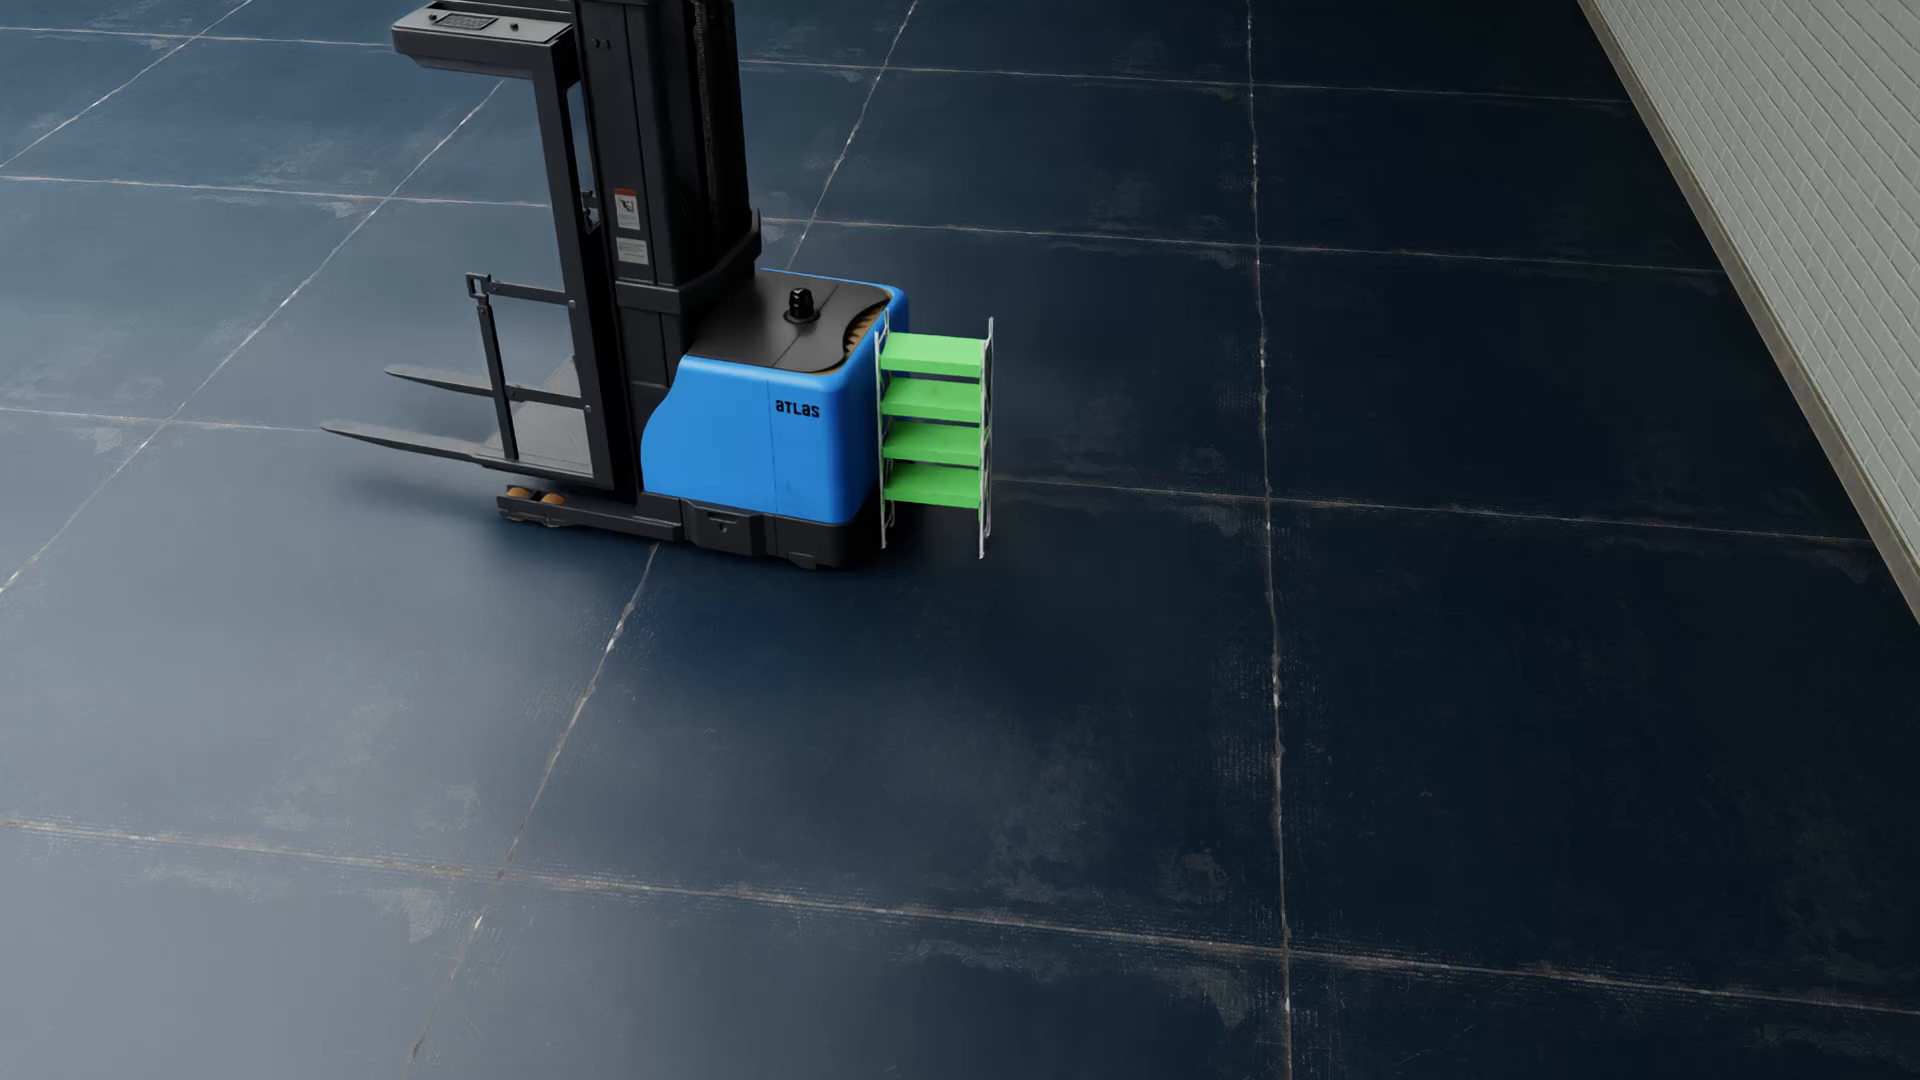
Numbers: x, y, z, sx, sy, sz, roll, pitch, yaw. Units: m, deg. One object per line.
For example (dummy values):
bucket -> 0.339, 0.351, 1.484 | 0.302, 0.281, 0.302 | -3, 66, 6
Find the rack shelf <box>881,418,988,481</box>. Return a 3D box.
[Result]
rack shelf -> -0.116, -0.435, 7.937 | 0.480, 0.148, 0.258 | 6, 36, 8

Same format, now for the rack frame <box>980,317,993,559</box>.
rack frame -> 0.124, -0.463, 7.866 | 0.015, 1.200, 0.240 | 6, 36, 8

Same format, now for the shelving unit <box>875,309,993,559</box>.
shelving unit -> -0.116, -0.487, 7.900 | 0.503, 1.200, 0.258 | 6, 36, 8

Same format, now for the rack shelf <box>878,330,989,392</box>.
rack shelf -> -0.116, -0.826, 7.658 | 0.480, 0.148, 0.258 | 6, 36, 8

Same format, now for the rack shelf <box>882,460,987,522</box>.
rack shelf -> -0.116, -0.240, 8.076 | 0.480, 0.148, 0.258 | 6, 36, 8

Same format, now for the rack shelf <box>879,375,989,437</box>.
rack shelf -> -0.116, -0.630, 7.797 | 0.480, 0.148, 0.258 | 6, 36, 8

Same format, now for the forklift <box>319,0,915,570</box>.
forklift -> -1.811, -1.537, 7.880 | 3.031, 2.935, 1.130 | 10, 37, 14

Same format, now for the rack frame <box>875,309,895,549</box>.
rack frame -> -0.357, -0.511, 7.934 | 0.015, 1.200, 0.240 | 6, 36, 8
